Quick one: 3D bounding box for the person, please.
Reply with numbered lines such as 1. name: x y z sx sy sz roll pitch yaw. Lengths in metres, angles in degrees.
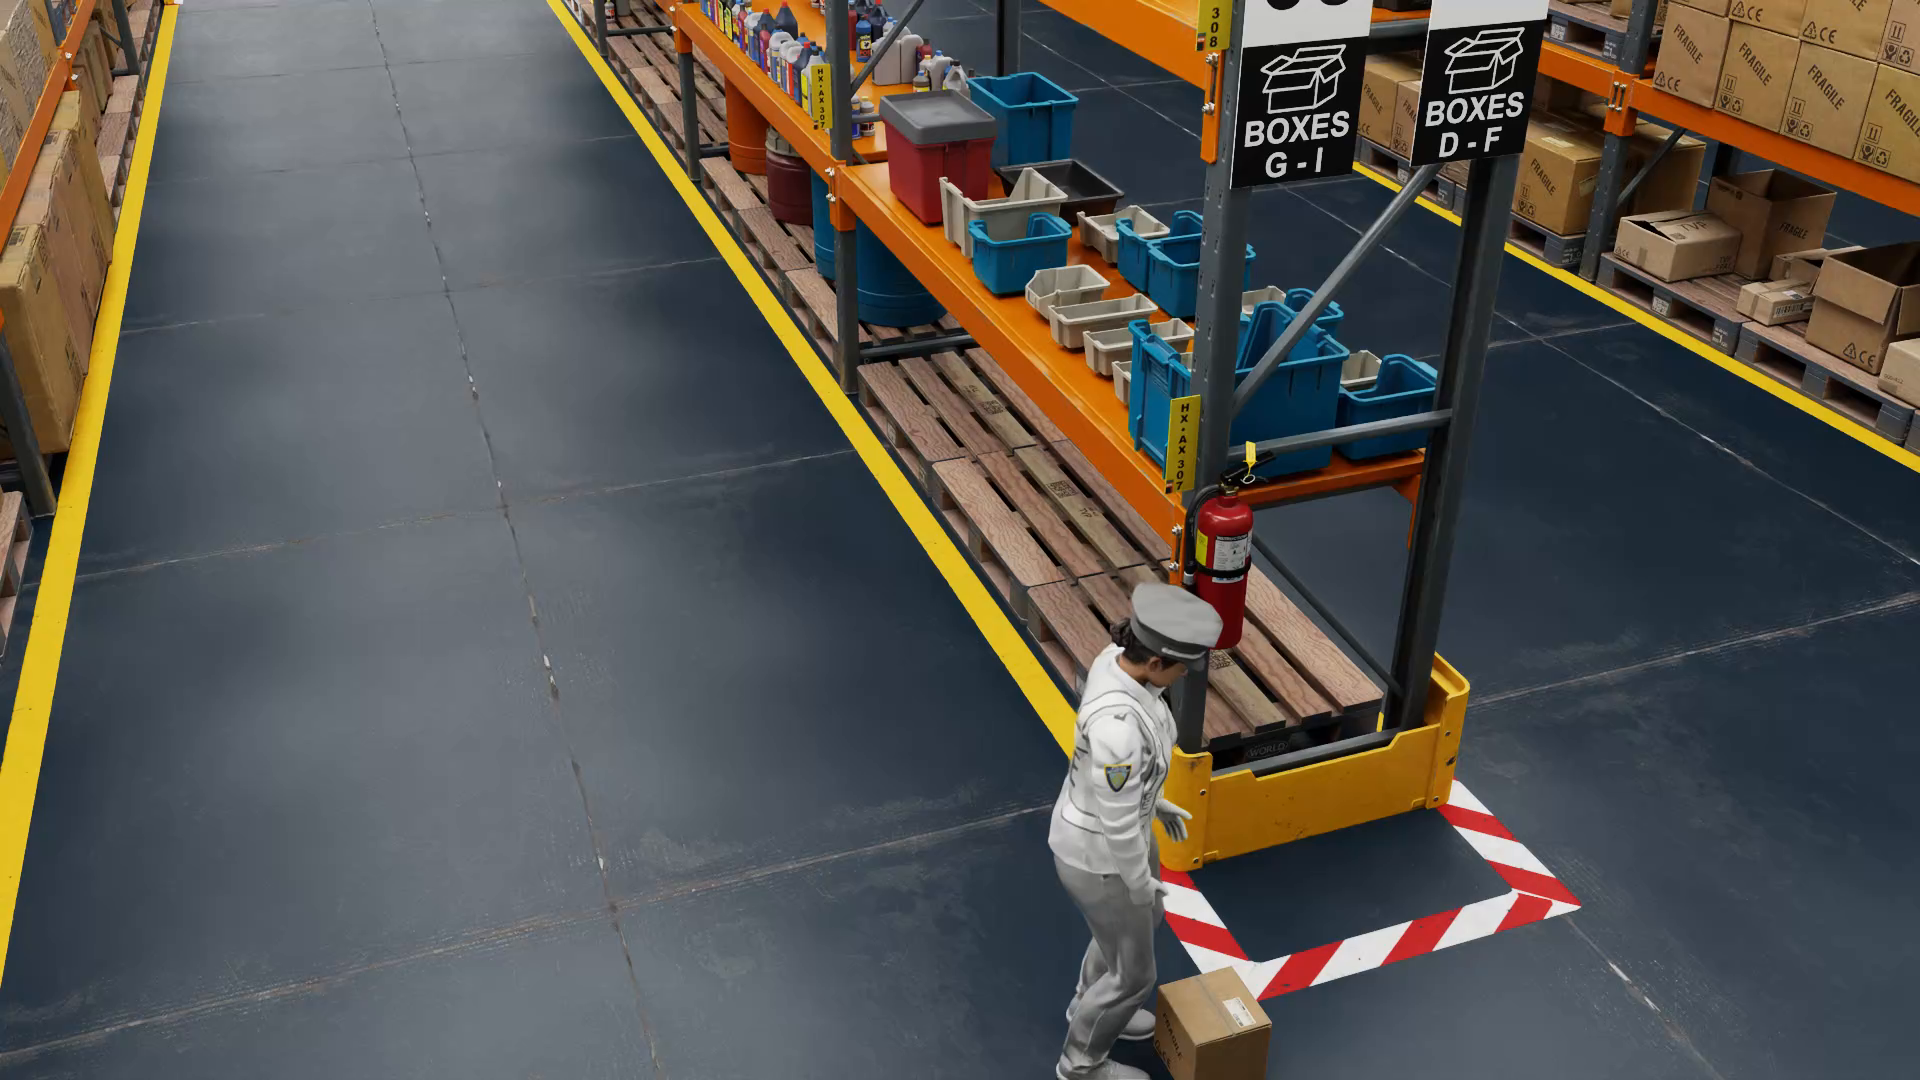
1. person: 0.469 0.851 4.697 0.428 1.635 0.496 6 31 10
